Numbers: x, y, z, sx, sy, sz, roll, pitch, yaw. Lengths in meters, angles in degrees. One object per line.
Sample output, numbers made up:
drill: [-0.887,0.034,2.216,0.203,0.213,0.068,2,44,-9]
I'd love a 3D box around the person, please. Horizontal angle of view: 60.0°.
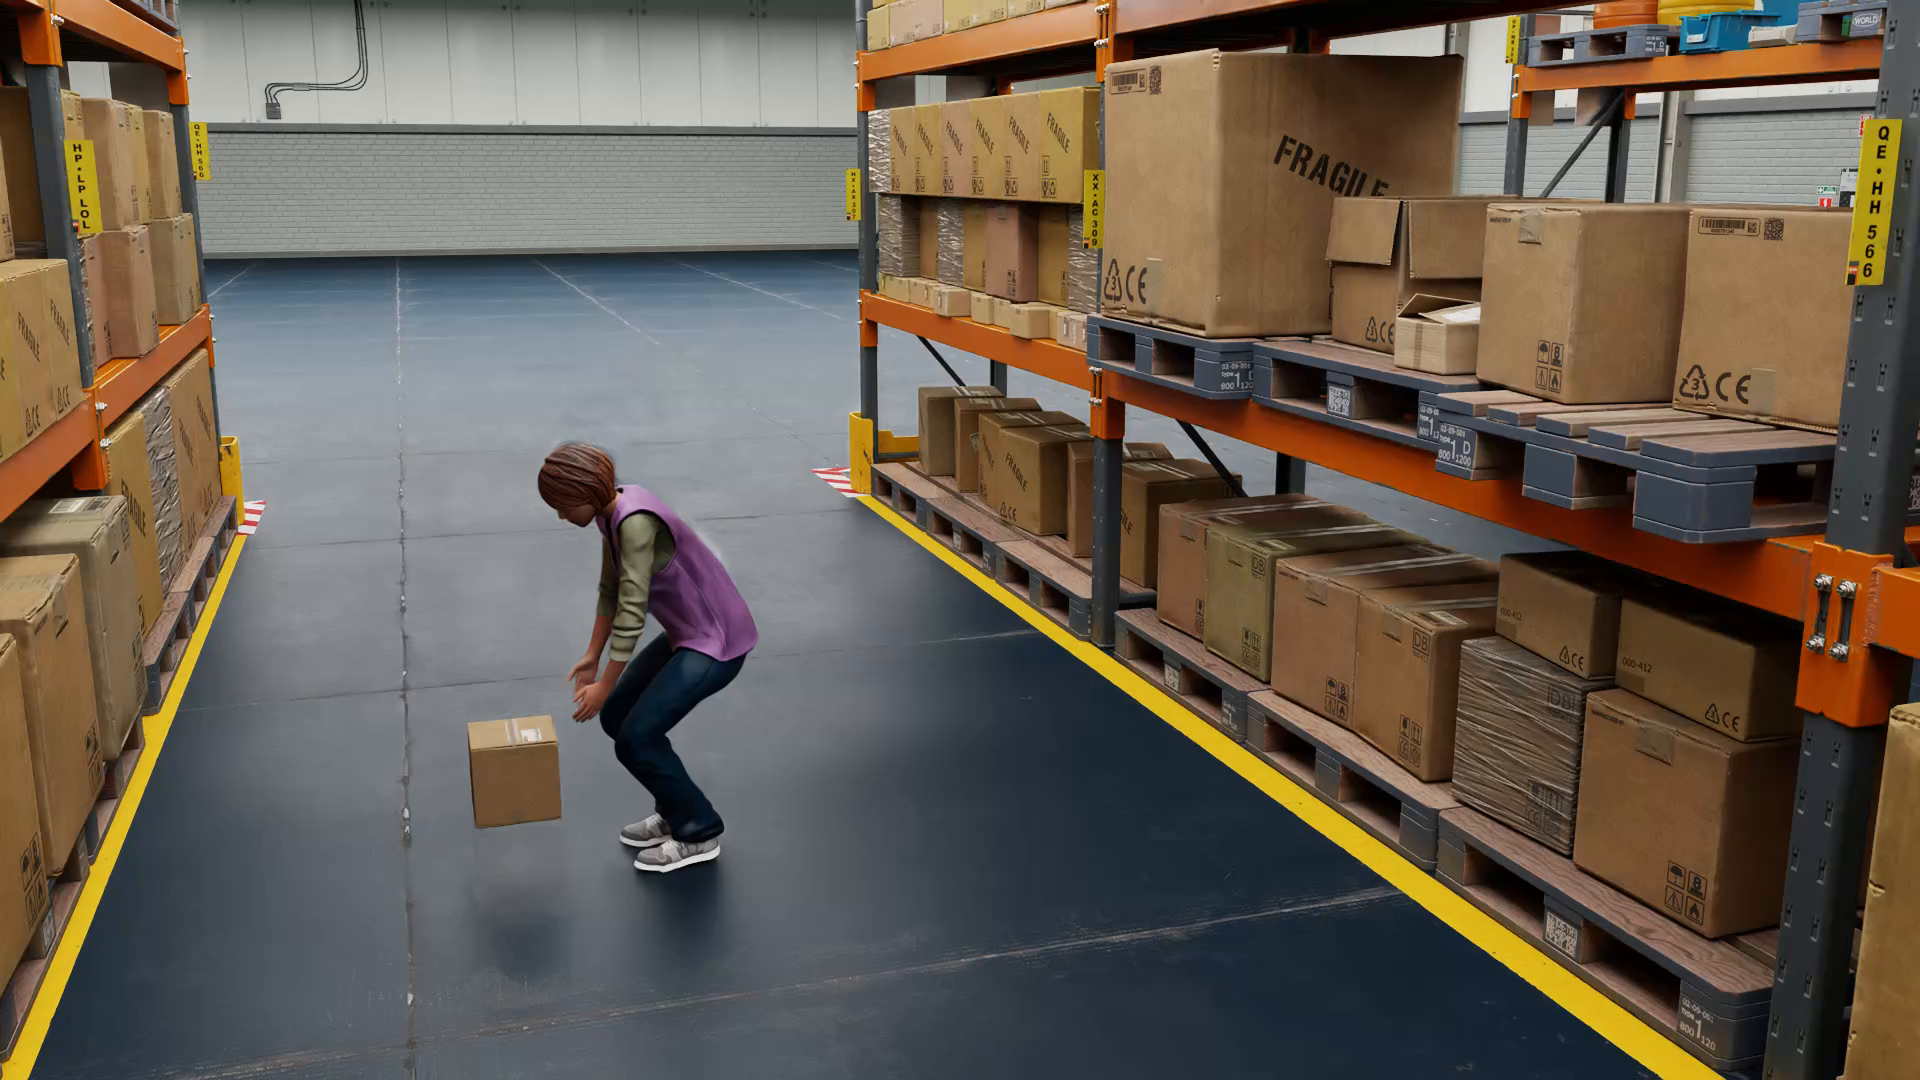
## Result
person: [-0.929,0.359,5.069,0.638,1.311,0.462,-4,13,-18]
